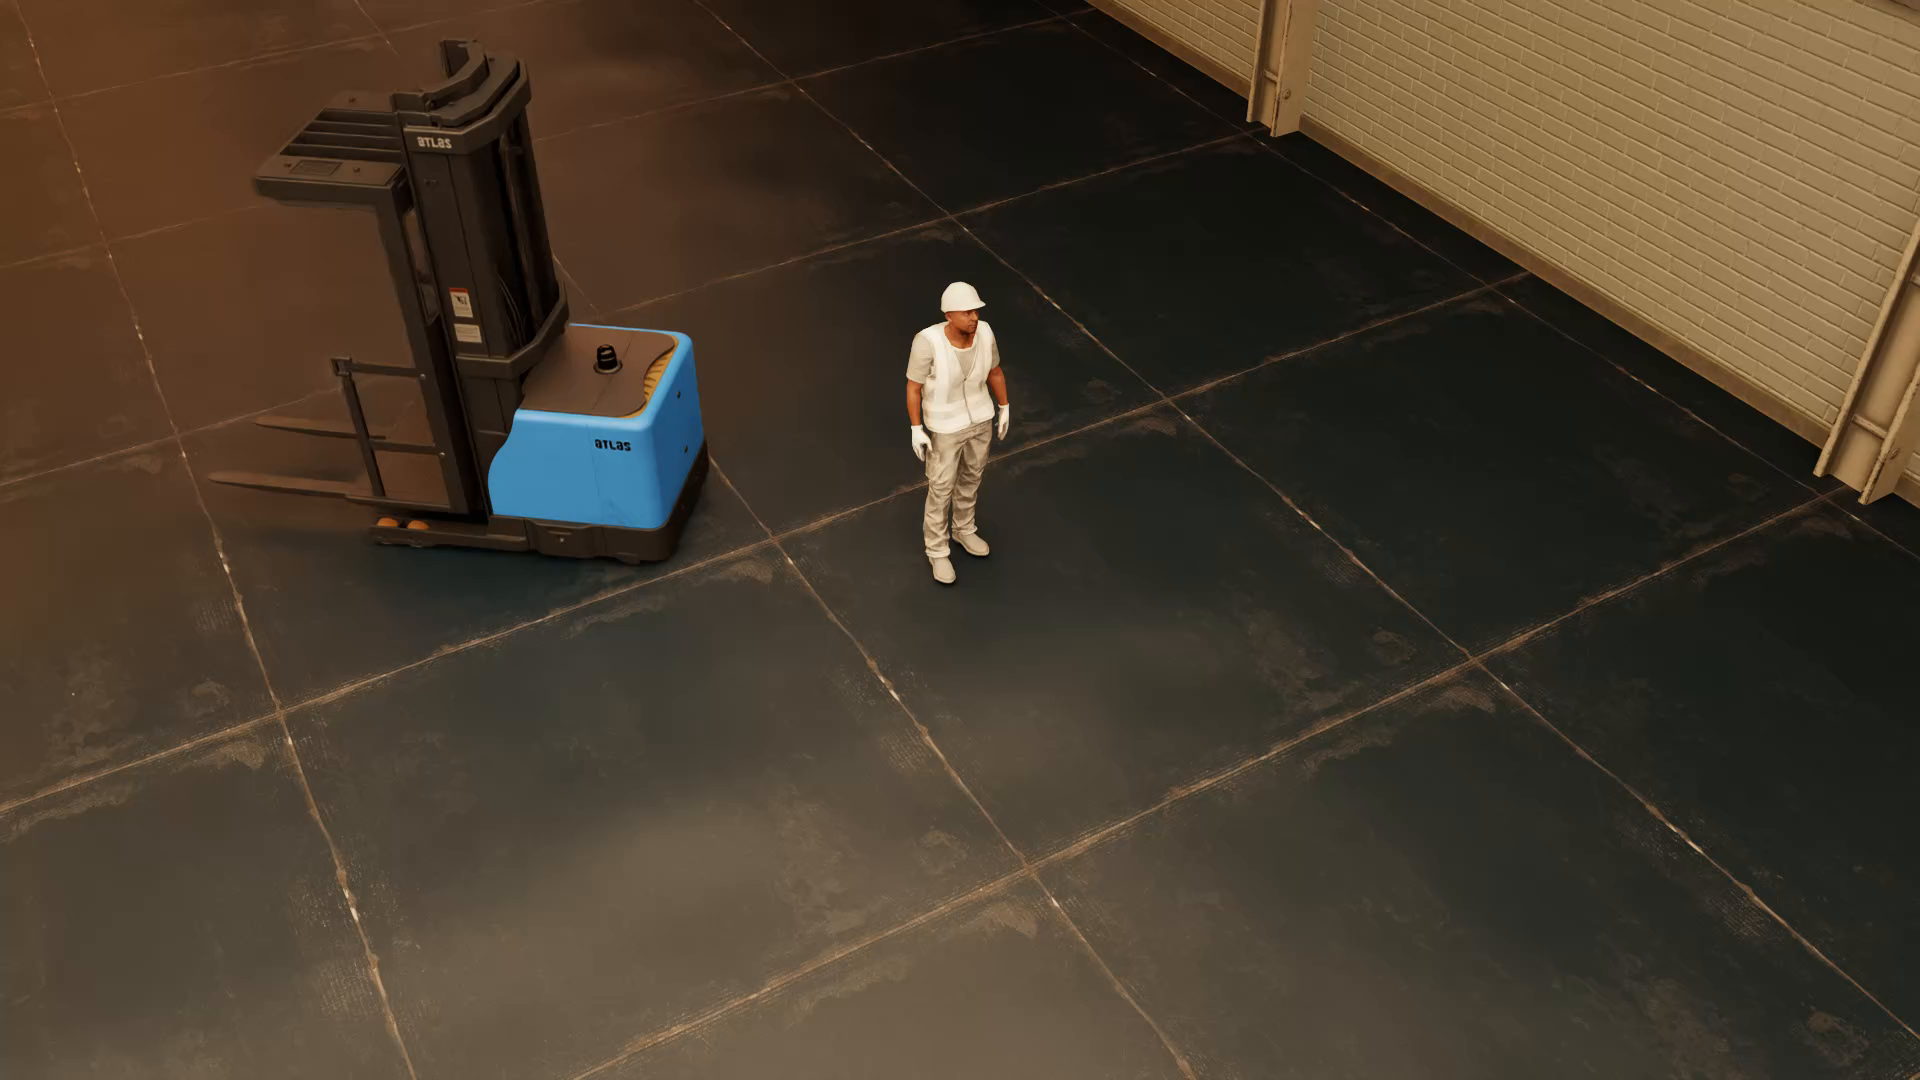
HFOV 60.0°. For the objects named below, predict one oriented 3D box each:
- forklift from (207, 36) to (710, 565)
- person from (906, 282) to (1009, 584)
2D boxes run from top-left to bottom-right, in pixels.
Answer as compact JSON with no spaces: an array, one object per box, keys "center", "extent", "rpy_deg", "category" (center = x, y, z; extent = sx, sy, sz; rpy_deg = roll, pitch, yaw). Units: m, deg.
[{"center":[-3.185,-1.409,9.735],"extent":[3.031,2.935,1.130],"rpy_deg":[5,40,7],"category":"forklift"},{"center":[0.029,-0.650,9.707],"extent":[0.656,1.781,0.577],"rpy_deg":[-20,44,-23],"category":"person"}]
